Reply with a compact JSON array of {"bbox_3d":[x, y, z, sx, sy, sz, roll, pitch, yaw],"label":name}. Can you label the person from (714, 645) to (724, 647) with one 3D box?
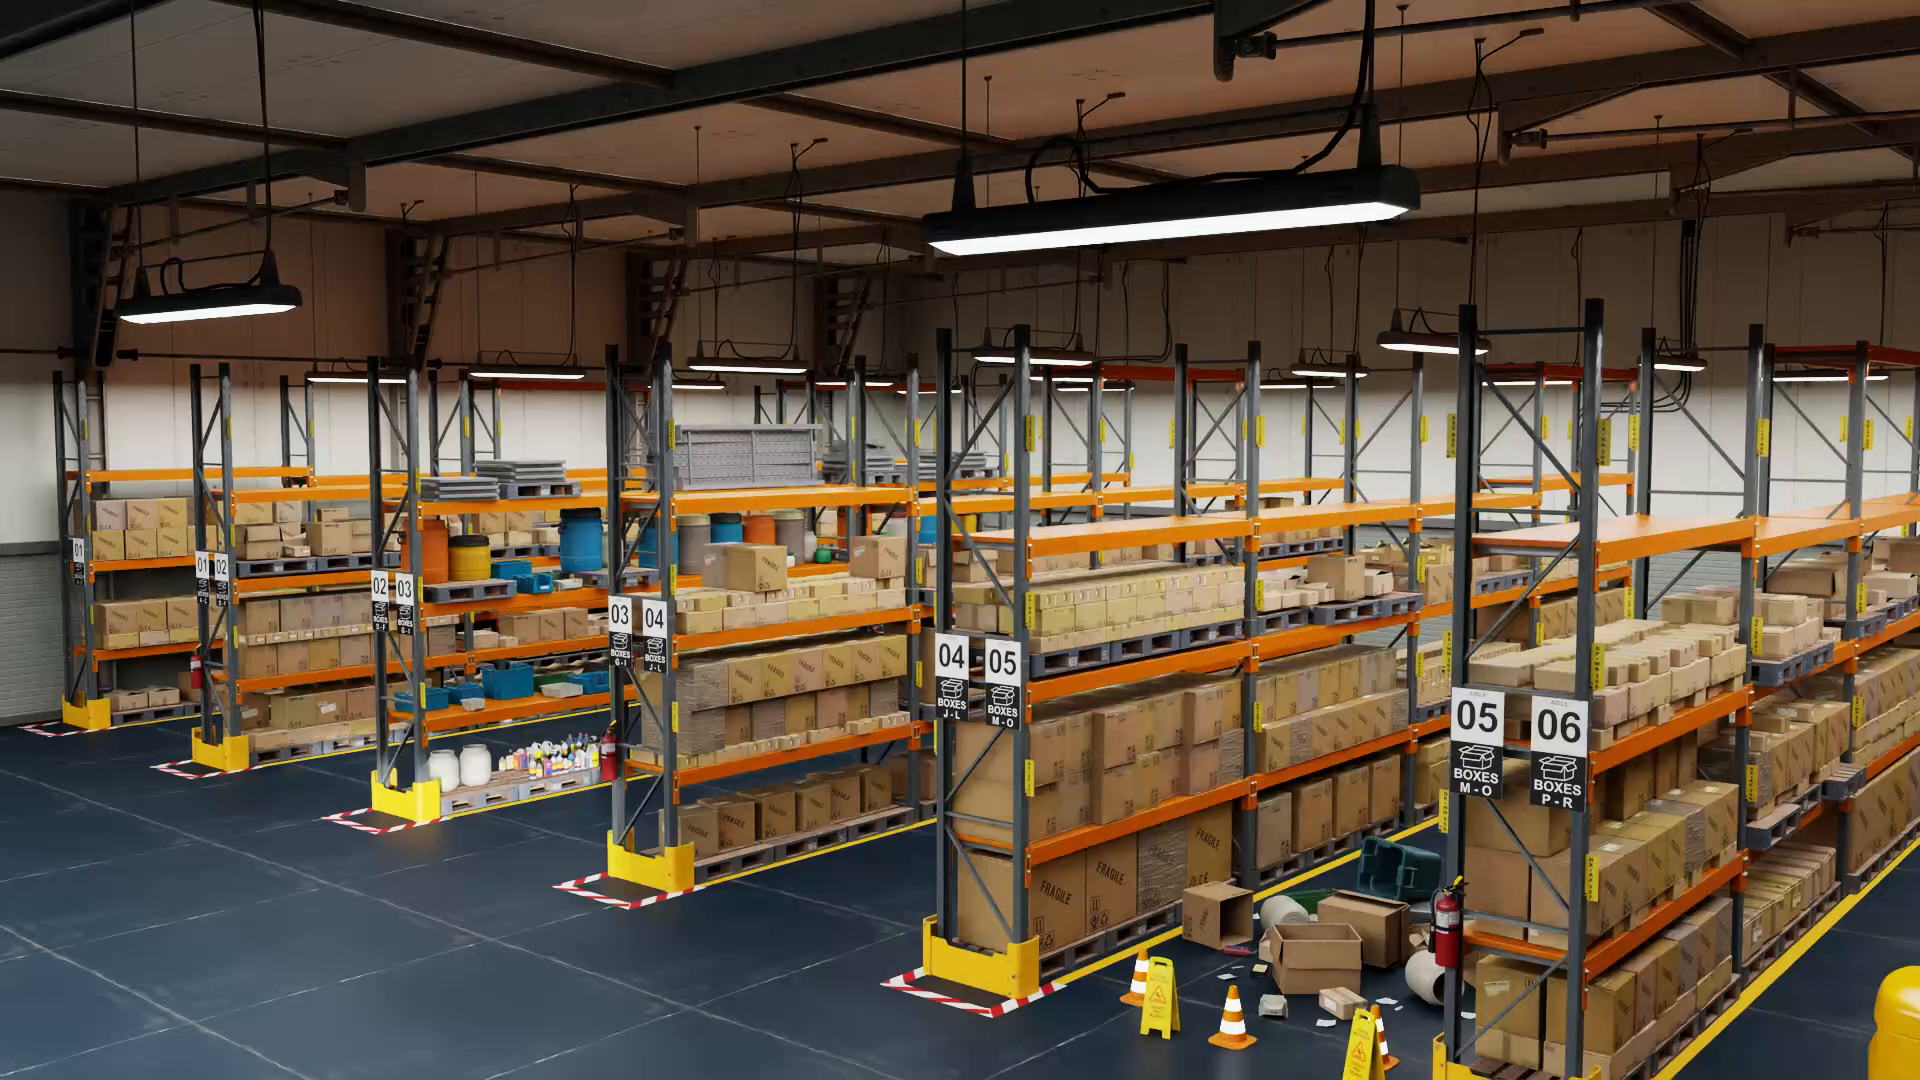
[{"bbox_3d":[-3.946,2.320,26.921,0.631,1.799,0.424,-2,5,-26],"label":"person"}]
